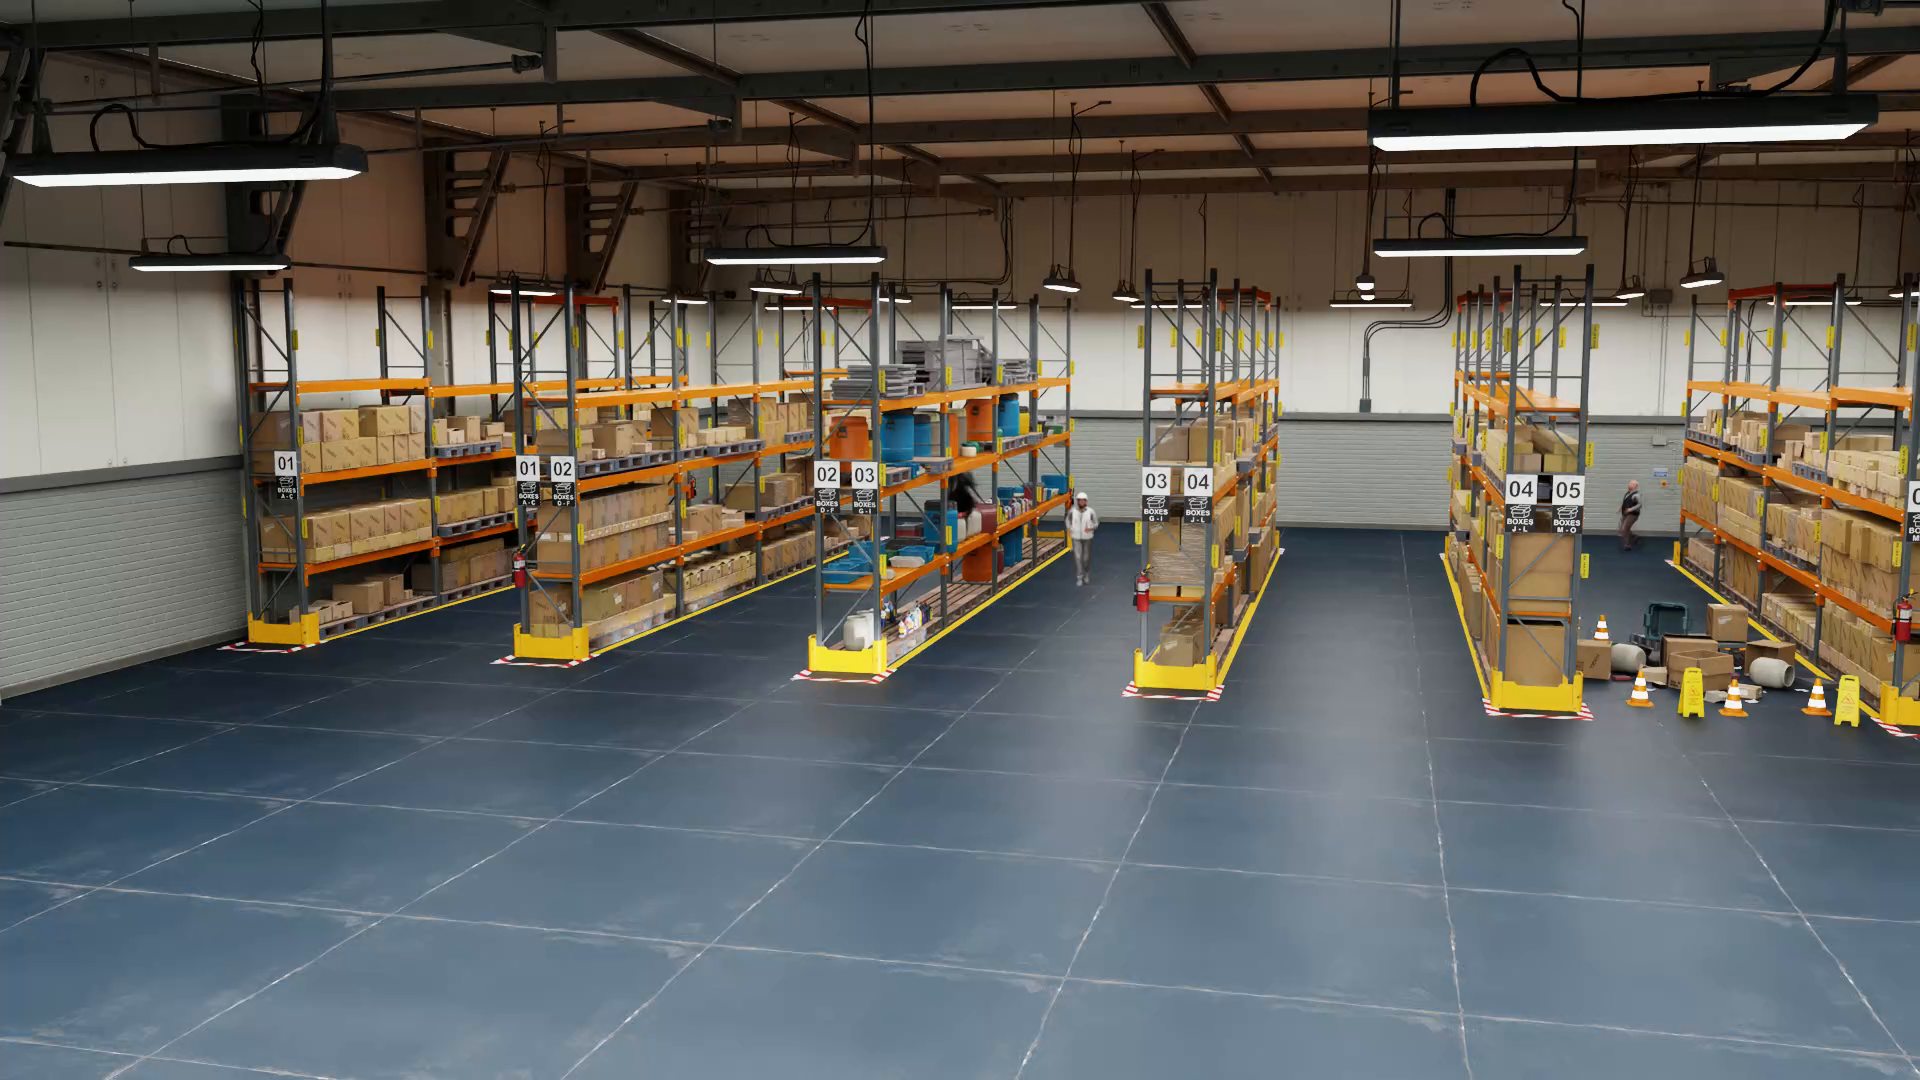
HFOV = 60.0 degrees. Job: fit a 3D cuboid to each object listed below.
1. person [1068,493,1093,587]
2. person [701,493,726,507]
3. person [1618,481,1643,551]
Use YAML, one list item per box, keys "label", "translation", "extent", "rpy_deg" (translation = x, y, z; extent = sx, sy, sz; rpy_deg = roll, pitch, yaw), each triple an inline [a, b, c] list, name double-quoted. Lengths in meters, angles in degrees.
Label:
- label: "person"
  translation: [2.329, -0.019, 32.259]
  extent: [0.526, 1.805, 0.758]
  rpy_deg: [1, 7, 8]
- label: "person"
  translation: [-5.532, -0.295, 36.923]
  extent: [0.704, 1.734, 0.653]
  rpy_deg: [1, 7, 11]
- label: "person"
  translation: [16.026, -0.584, 39.688]
  extent: [0.612, 1.672, 0.659]
  rpy_deg: [-1, 7, -6]
